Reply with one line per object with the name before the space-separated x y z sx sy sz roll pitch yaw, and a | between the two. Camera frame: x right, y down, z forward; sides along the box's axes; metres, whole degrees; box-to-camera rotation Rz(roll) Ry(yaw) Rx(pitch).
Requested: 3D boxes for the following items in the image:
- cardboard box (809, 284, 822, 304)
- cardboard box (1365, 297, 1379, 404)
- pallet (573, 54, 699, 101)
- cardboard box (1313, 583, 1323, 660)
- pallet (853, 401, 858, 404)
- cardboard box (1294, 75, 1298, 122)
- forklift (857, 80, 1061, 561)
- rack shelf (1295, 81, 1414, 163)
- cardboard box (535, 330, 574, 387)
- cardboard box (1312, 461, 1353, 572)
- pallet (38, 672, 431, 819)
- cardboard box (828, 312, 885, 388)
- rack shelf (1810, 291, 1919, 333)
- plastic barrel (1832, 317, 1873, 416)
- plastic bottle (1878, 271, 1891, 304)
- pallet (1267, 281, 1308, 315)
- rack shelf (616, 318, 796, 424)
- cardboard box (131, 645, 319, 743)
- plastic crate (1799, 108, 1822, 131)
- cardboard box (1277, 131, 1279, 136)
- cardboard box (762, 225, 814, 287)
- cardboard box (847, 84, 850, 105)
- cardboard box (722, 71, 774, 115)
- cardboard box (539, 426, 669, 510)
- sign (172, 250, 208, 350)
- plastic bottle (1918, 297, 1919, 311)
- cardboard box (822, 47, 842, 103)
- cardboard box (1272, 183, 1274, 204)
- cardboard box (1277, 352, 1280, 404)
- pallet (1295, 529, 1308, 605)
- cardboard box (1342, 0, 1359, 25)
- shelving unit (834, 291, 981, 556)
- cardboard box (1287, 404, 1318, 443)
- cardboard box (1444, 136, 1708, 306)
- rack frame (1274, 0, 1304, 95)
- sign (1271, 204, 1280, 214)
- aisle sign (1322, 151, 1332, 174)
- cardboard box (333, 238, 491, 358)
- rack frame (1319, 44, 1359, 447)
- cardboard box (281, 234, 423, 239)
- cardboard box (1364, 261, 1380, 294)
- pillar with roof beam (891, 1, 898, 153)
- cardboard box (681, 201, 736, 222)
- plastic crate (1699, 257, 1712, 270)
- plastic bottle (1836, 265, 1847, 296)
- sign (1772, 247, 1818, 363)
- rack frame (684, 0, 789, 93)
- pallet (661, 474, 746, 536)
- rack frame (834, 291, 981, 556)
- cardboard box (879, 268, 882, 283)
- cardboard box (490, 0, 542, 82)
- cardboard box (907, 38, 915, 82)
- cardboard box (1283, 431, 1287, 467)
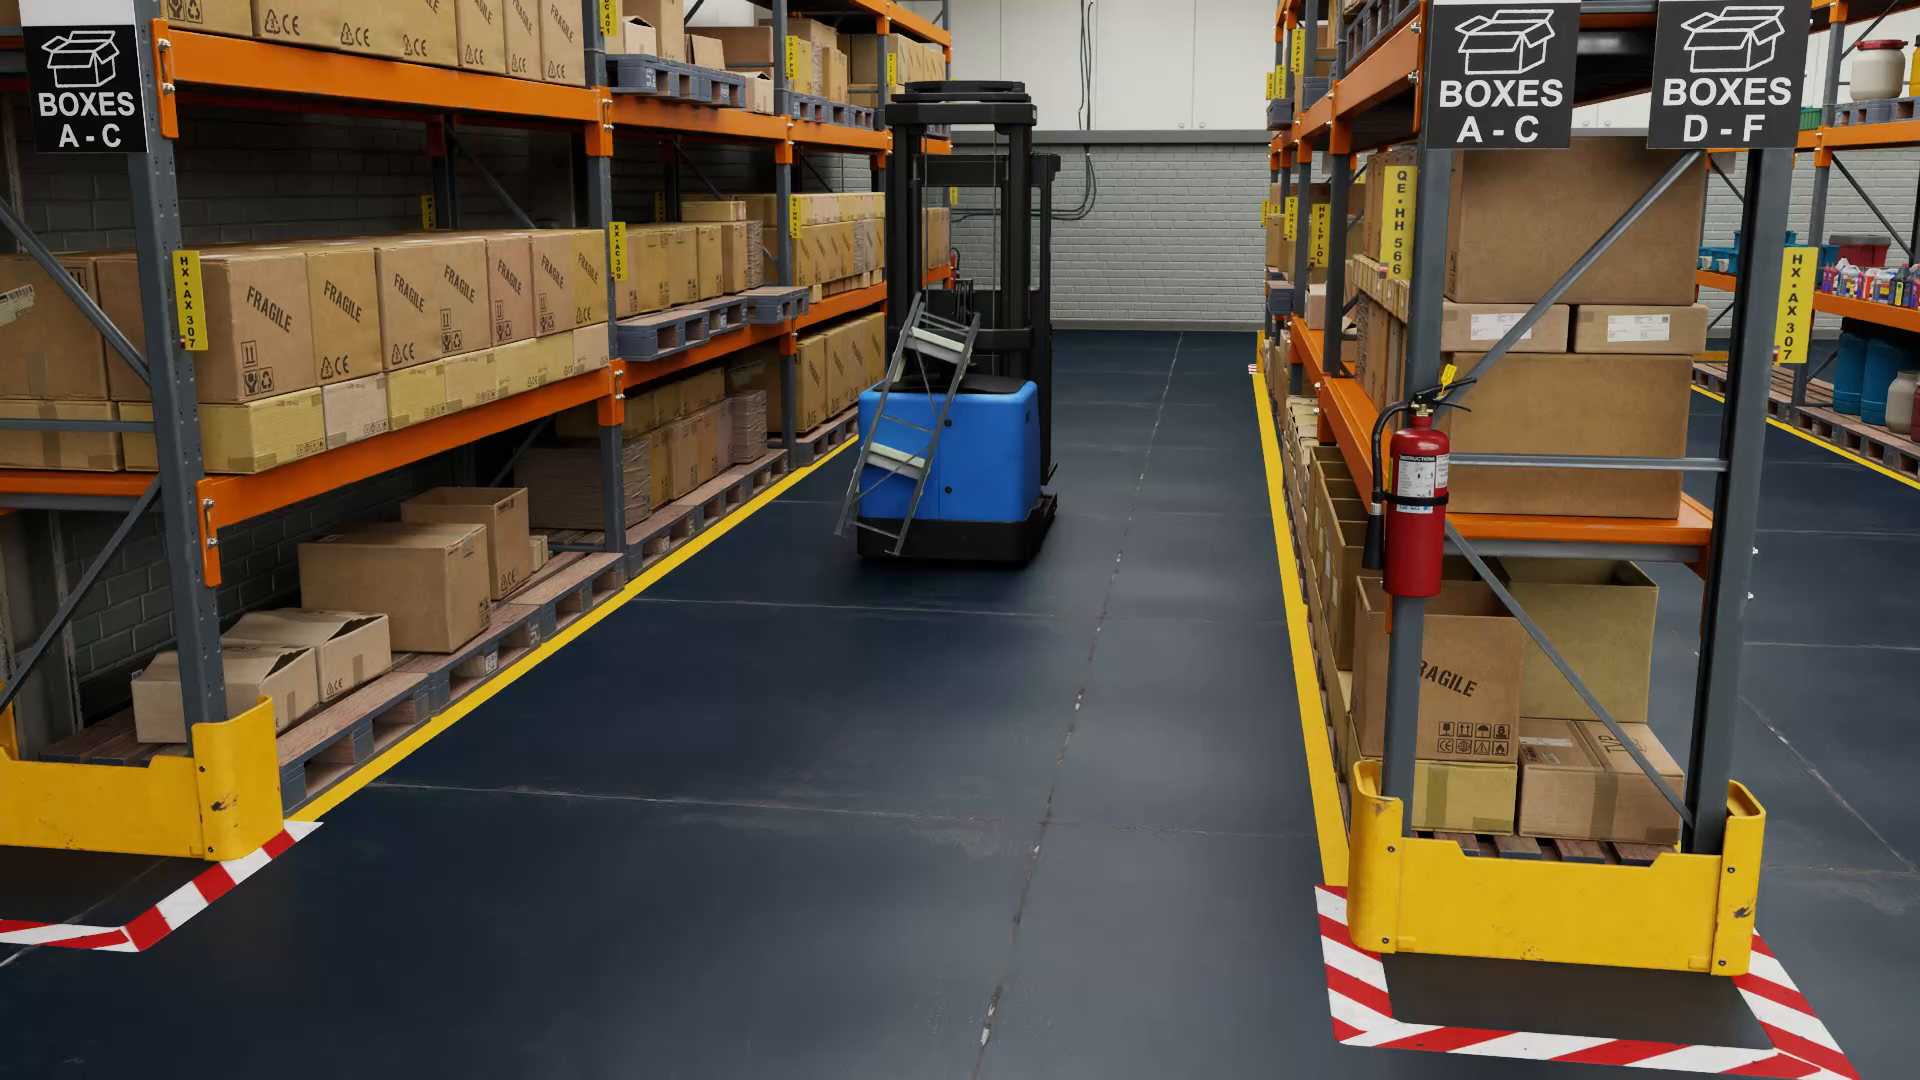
cardboard box | -1.395 -2.101 14.173 0.380 0.149 0.250 2 12 10
cardboard box | 2.297 -0.903 7.824 0.700 0.500 0.500 2 12 8
pallet | -2.261 -2.716 9.800 1.213 0.211 1.003 2 12 9
cardboard box | 1.899 0.377 7.654 0.500 0.250 0.500 2 12 9
pallet | -1.275 -1.355 16.781 1.003 0.211 1.213 2 12 9
cardboard box | 3.241 -3.711 13.733 0.910 0.500 0.500 2 12 9
forklift | 0.092 -1.564 11.294 1.130 2.935 3.031 2 12 8
rack shelf | 2.741 -2.587 10.467 1.077 0.370 4.000 2 12 9
cardboard box | -2.320 -0.941 8.547 0.500 0.250 0.500 2 12 9
cardboard box | 1.984 -0.093 8.056 0.500 0.500 0.500 2 12 9
pallet | -2.905 0.796 6.799 1.003 0.211 1.213 2 12 9
cardboard box | -1.203 -1.896 16.778 0.750 0.750 0.750 2 12 9
rack shelf | 8.250 -1.792 13.898 1.077 0.370 4.000 2 12 9
plastic barrel | 8.457 -1.627 15.408 0.600 0.901 0.708 2 12 9
plastic bottle | 7.887 -2.149 14.151 0.097 0.271 0.097 0 12 0
pallet | 3.084 -1.939 13.324 1.213 0.211 1.003 2 12 9
rack shelf | -2.154 -1.281 11.524 1.077 0.370 4.000 2 12 9
cardboard box | -2.881 0.575 6.544 0.500 0.311 0.500 0 12 2
plastic crate | 8.324 -4.021 15.915 0.450 0.188 0.662 2 12 9
cardboard box | 3.632 -4.433 17.677 0.500 0.250 0.500 2 12 9
cardboard box | -1.519 -2.346 13.767 0.500 0.500 0.500 2 12 10
cardboard box | -1.358 -4.679 17.585 0.500 0.250 0.500 2 12 9
cardboard box | -1.690 -3.323 12.335 0.500 0.311 0.500 2 12 9
cardboard box | -2.335 -0.472 10.953 0.700 0.500 0.500 2 12 8
sign | -2.541 -0.789 5.480 0.100 0.325 0.005 2 12 9
plastic bottle | 7.759 -1.942 13.356 0.097 0.201 0.097 0 12 0
cardboard box | -1.497 -4.314 15.490 0.700 0.500 0.500 2 12 8
cardboard box | 3.796 -3.795 18.873 0.500 0.500 0.500 2 12 9
cardboard box | 3.278 -1.511 15.772 0.500 0.500 0.500 2 12 9
pallet | 2.508 0.152 9.786 1.003 0.211 1.213 2 12 9
cardboard box | 2.096 -2.749 7.942 0.500 0.500 0.500 3 13 13
shelving unit | -0.304 -0.699 10.105 0.431 1.500 0.755 19 4 -1
cardboard box | 2.606 -0.815 11.855 0.500 0.311 0.500 2 12 7
cardboard box | 1.911 -1.015 5.264 0.700 0.500 0.500 2 12 9
rack frame | 4.279 -6.487 19.734 1.000 3.000 0.127 2 12 9
sign | 3.127 -3.161 16.485 0.100 0.325 0.005 2 12 9
aisle sign | 4.592 -4.829 20.112 0.394 0.787 0.004 2 12 9
cardboard box | -2.467 -1.094 7.477 0.500 0.500 0.500 2 12 10
rack frame | 2.434 -1.056 8.775 1.000 3.000 0.127 2 12 9
cardboard box | -2.906 -1.217 8.049 0.500 0.500 0.500 2 12 10
cardboard box | 2.086 -1.212 7.720 0.380 0.149 0.250 2 12 8
pillar with roof beam | 3.198 -7.097 22.566 9.100 9.000 0.400 2 12 9
cardboard box | -1.905 -2.490 12.604 0.380 0.149 0.250 0 12 -1
plastic crate | 8.679 -3.189 19.153 0.250 0.136 0.298 2 12 9
plastic bottle | 8.045 -2.362 15.140 0.097 0.271 0.097 0 12 0
sign | 2.366 -0.666 4.722 0.100 0.325 0.005 2 12 9
rack frame | -1.846 -4.981 12.748 1.000 3.000 0.127 2 12 9
pallet | -2.158 -0.270 11.744 1.003 0.211 1.213 2 12 9
rack frame | -0.308 -0.677 9.740 0.400 1.500 0.023 19 4 -1
cardboard box | -1.004 -2.689 16.899 0.380 0.149 0.250 2 12 9
cardboard box | -2.385 -2.523 8.176 0.500 0.500 0.500 1 12 4
cardboard box | -0.772 -5.142 17.953 0.500 0.500 0.500 2 12 7
cardboard box | 2.678 -0.651 12.422 0.500 0.250 0.500 2 12 8
